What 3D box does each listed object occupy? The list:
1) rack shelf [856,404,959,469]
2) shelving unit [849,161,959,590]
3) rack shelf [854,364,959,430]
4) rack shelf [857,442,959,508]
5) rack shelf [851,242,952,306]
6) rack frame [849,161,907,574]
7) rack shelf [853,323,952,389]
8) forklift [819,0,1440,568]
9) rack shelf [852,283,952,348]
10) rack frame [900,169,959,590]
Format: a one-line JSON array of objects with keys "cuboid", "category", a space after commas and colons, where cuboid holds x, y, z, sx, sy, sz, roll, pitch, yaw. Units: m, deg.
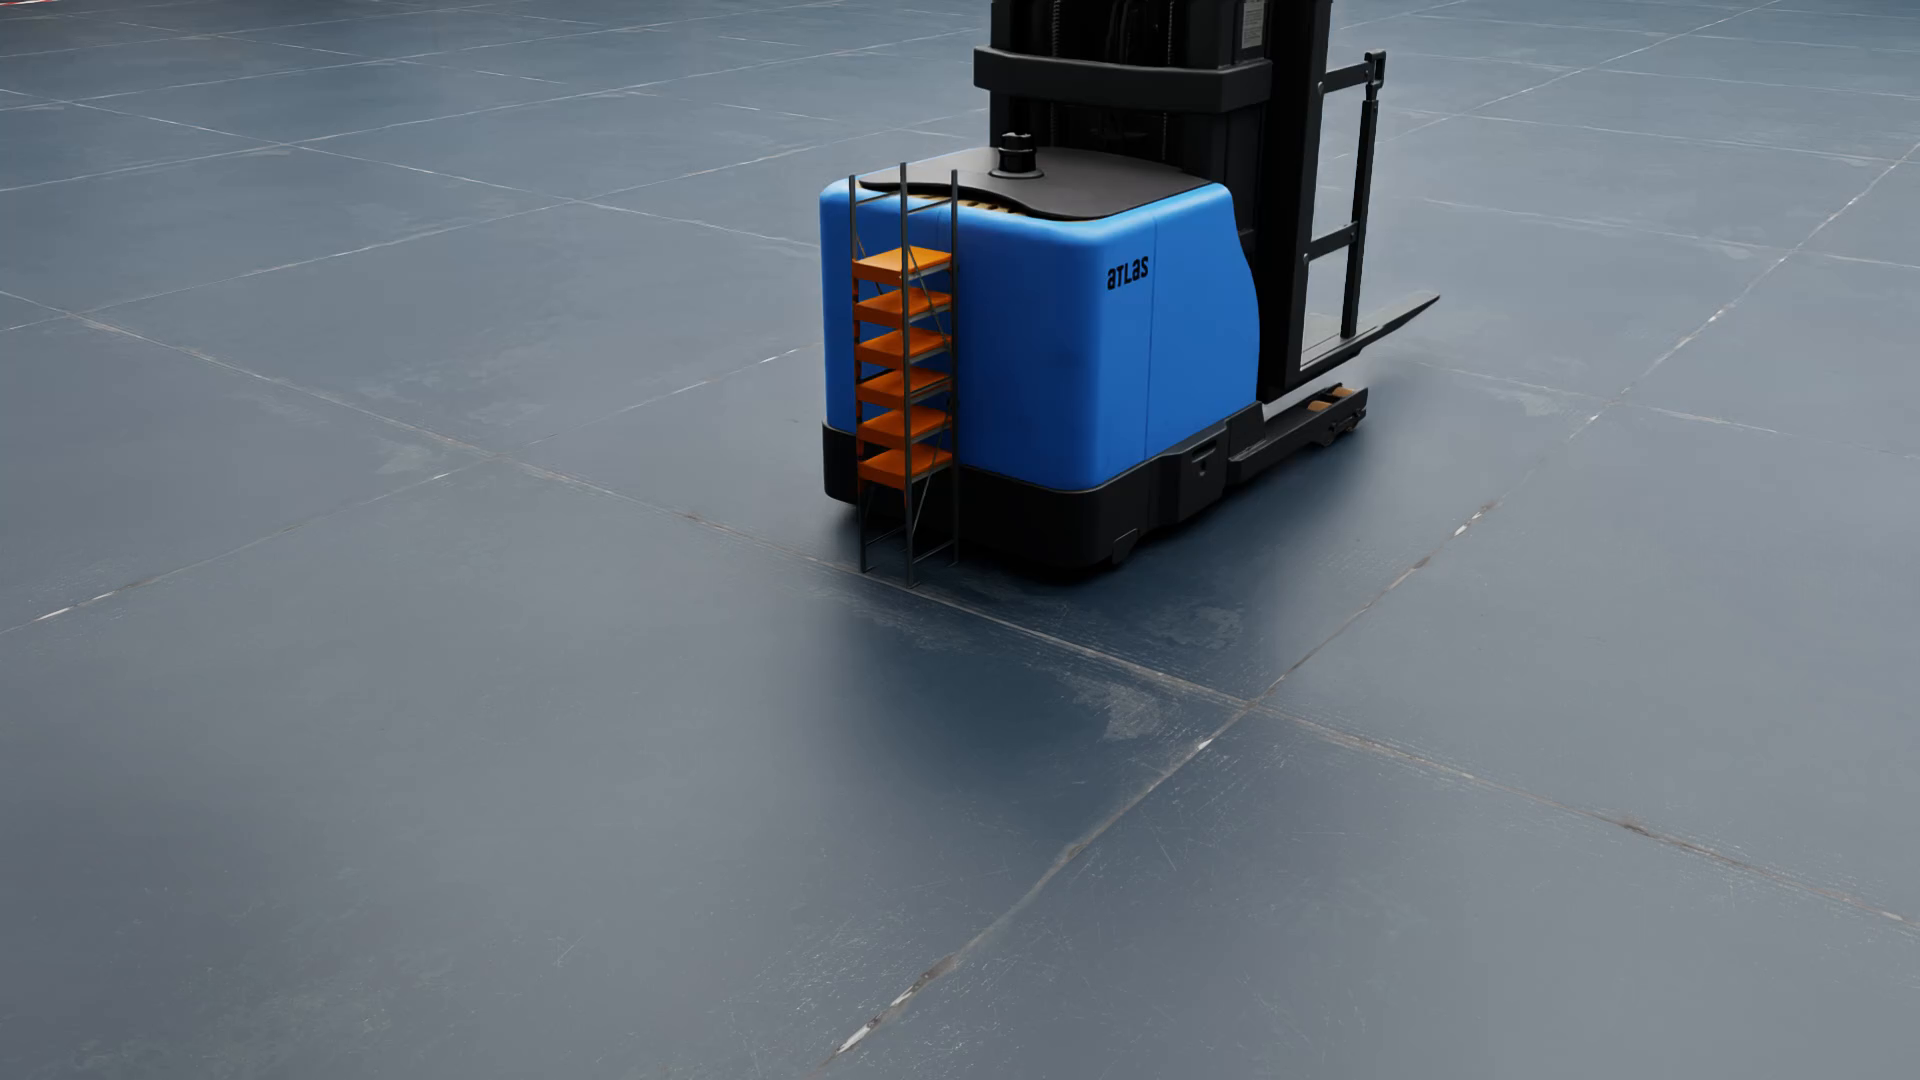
[{"cuboid": [-0.153, -0.311, 4.875, 0.180, 0.103, 0.258, 17, 29, 34], "category": "rack shelf"}, {"cuboid": [-0.154, -0.462, 4.808, 0.189, 1.200, 0.258, 17, 29, 34], "category": "shelving unit"}, {"cuboid": [-0.154, -0.421, 4.826, 0.180, 0.103, 0.258, 17, 29, 34], "category": "rack shelf"}, {"cuboid": [-0.153, -0.202, 4.923, 0.180, 0.103, 0.258, 17, 29, 34], "category": "rack shelf"}, {"cuboid": [-0.155, -0.750, 4.680, 0.180, 0.103, 0.258, 17, 29, 34], "category": "rack shelf"}, {"cuboid": [-0.226, -0.484, 4.859, 0.006, 1.200, 0.240, 17, 29, 34], "category": "rack frame"}, {"cuboid": [-0.154, -0.531, 4.777, 0.180, 0.103, 0.258, 17, 29, 34], "category": "rack shelf"}, {"cuboid": [0.855, -1.787, 5.670, 1.130, 2.935, 3.031, 17, 29, 34], "category": "forklift"}, {"cuboid": [-0.154, -0.640, 4.728, 0.180, 0.103, 0.258, 17, 29, 34], "category": "rack shelf"}, {"cuboid": [-0.081, -0.439, 4.757, 0.006, 1.200, 0.240, 17, 29, 34], "category": "rack frame"}]
